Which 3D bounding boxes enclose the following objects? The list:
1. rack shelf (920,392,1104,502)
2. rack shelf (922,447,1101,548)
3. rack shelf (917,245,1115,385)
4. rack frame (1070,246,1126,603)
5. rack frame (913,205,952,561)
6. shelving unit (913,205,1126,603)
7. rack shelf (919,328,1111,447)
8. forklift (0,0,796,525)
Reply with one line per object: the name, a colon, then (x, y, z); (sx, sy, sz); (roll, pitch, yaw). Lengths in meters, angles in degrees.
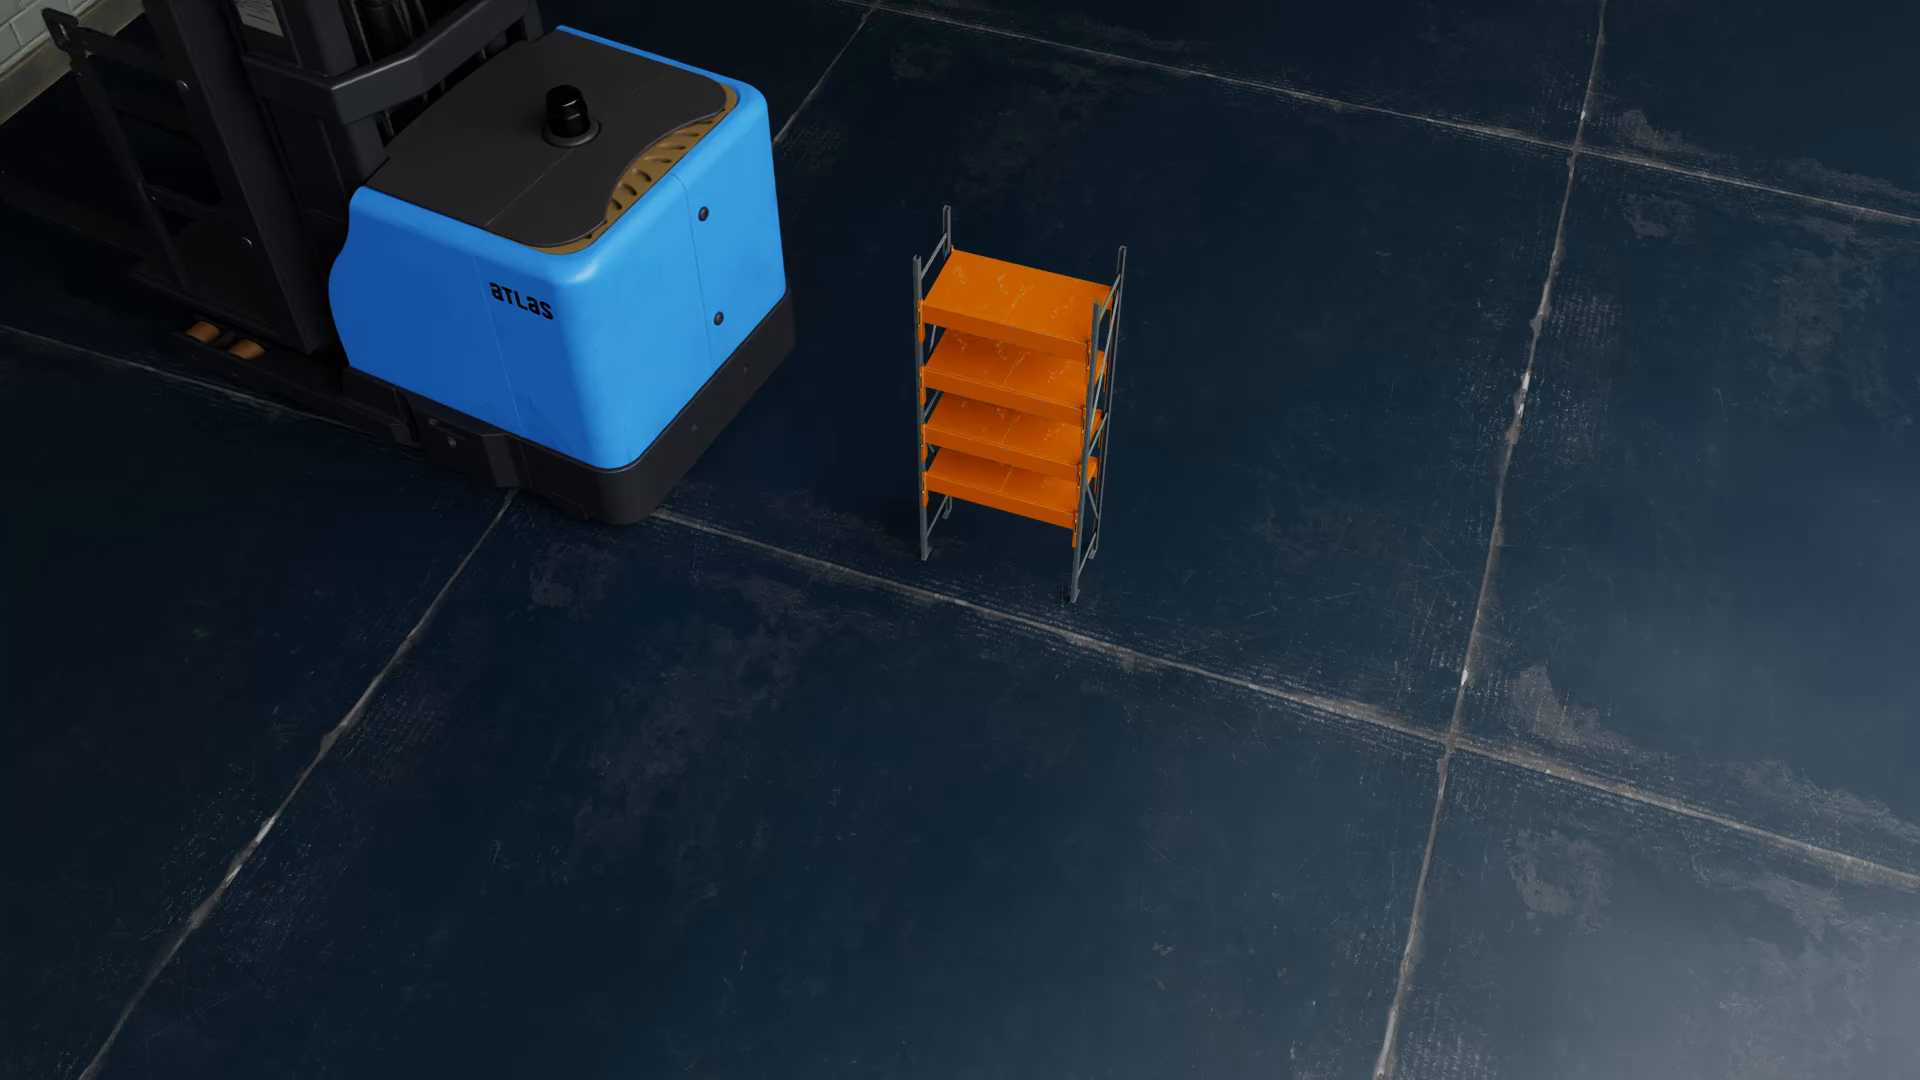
rack shelf: (0.155, -0.306, 4.810); (0.480, 0.148, 0.258); (16, 51, 13)
rack shelf: (0.155, -0.176, 4.960); (0.480, 0.148, 0.258); (16, 51, 13)
rack shelf: (0.155, -0.607, 4.462); (0.480, 0.148, 0.258); (16, 51, 13)
rack frame: (0.384, -0.286, 4.704); (0.015, 1.200, 0.240); (16, 51, 13)
rack frame: (-0.074, -0.414, 4.814); (0.015, 1.200, 0.240); (16, 51, 13)
shelving unit: (0.155, -0.350, 4.759); (0.503, 1.200, 0.258); (16, 51, 13)
rack shelf: (0.155, -0.452, 4.641); (0.480, 0.148, 0.258); (16, 51, 13)
forklift: (-2.115, -1.813, 4.882); (3.031, 2.935, 1.130); (22, 52, 18)
